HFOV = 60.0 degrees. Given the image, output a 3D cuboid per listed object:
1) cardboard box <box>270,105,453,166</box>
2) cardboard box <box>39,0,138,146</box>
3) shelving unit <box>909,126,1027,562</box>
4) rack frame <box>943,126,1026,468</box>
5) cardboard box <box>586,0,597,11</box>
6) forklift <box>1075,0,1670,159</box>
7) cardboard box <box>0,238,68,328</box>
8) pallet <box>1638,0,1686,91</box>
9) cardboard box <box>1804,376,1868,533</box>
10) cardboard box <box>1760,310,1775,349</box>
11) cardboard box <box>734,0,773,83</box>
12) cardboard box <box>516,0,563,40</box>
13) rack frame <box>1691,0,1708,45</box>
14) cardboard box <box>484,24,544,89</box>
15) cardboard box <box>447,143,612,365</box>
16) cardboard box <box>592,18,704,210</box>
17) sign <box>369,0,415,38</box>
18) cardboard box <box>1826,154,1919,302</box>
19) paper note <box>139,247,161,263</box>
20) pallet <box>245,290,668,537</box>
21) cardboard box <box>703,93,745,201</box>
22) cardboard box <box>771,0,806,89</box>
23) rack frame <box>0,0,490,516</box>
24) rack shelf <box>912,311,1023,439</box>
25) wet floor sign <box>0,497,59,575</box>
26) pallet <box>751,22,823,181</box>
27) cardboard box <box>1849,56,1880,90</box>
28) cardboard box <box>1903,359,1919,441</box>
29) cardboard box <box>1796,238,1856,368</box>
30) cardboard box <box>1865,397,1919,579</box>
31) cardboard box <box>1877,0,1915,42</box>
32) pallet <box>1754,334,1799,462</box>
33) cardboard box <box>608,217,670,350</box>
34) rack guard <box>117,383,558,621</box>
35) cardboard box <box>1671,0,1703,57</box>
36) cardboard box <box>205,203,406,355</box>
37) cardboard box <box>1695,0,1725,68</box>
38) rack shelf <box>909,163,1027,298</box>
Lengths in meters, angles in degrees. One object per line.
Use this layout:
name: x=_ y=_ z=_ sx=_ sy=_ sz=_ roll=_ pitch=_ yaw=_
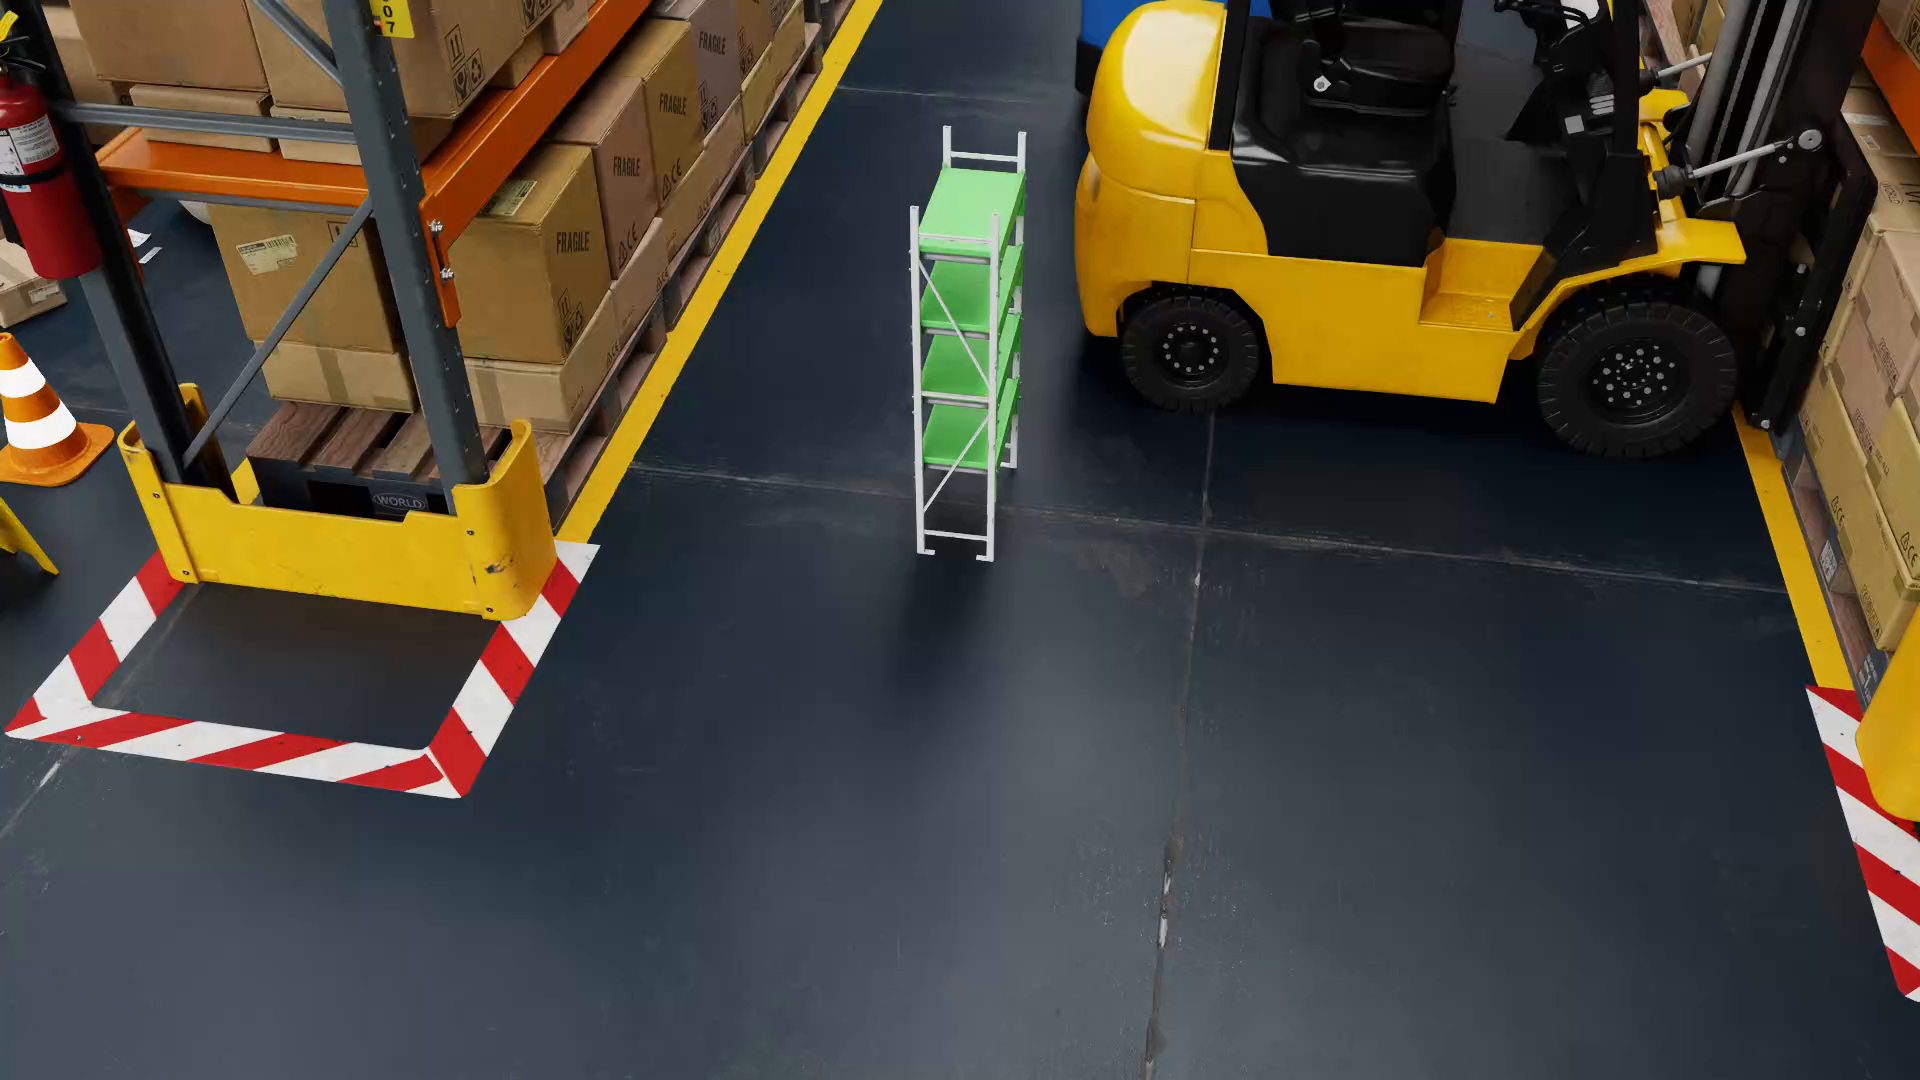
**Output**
cardboard box: x=-1.598 y=-1.127 z=4.456 sx=0.380 sy=0.149 sz=0.250 roll=7 pitch=40 yaw=8
cardboard box: x=-3.897 y=-2.093 z=7.280 sx=0.797 sy=0.637 sz=0.503 roll=6 pitch=40 yaw=8
shelving unit: x=0.029 y=-0.566 z=4.993 sx=0.258 sy=1.200 sz=0.503 roll=6 pitch=40 yaw=8
rack frame: x=0.071 y=-0.719 z=5.179 sx=0.240 sy=1.200 sz=0.015 roll=6 pitch=40 yaw=8
cardboard box: x=-1.342 y=-1.764 z=5.227 sx=0.380 sy=0.149 sz=0.250 roll=7 pitch=40 yaw=9
forklift: x=1.972 y=-2.768 z=6.298 sx=3.031 sy=2.935 sz=1.130 roll=29 pitch=48 yaw=30
cardboard box: x=-3.624 y=-0.979 z=6.318 sx=0.380 sy=0.149 sz=0.250 roll=28 pitch=47 yaw=30
pallet: x=3.810 y=-2.390 z=7.976 sx=1.003 sy=0.211 sz=1.213 roll=6 pitch=40 yaw=8
cardboard box: x=2.894 y=-0.231 z=5.004 sx=0.500 sy=0.250 sz=0.500 roll=6 pitch=40 yaw=8
cardboard box: x=3.058 y=-0.872 z=5.779 sx=0.500 sy=0.250 sz=0.500 roll=8 pitch=40 yaw=9
cardboard box: x=-1.093 y=-2.214 z=6.814 sx=0.500 sy=0.500 sz=0.500 roll=7 pitch=40 yaw=8
cardboard box: x=-1.419 y=-1.778 z=4.735 sx=0.500 sy=0.500 sz=0.500 roll=8 pitch=40 yaw=9
rack frame: x=3.721 y=-2.998 z=6.523 sx=1.000 sy=3.000 sz=0.127 roll=6 pitch=40 yaw=8
cardboard box: x=-1.443 y=-1.444 z=4.840 sx=0.380 sy=0.149 sz=0.250 roll=5 pitch=40 yaw=6
cardboard box: x=-1.445 y=-0.915 z=5.242 sx=0.500 sy=0.500 sz=0.500 roll=5 pitch=40 yaw=6
cardboard box: x=-1.264 y=-1.557 z=6.020 sx=0.500 sy=0.500 sz=0.500 roll=7 pitch=40 yaw=9
sign: x=-1.326 y=-1.307 z=3.797 sx=0.100 sy=0.325 sz=0.005 roll=6 pitch=40 yaw=8
cardboard box: x=2.961 y=-0.938 z=5.074 sx=0.500 sy=0.250 sz=0.500 roll=7 pitch=40 yaw=8
paper note: x=-3.221 y=-1.133 z=6.613 sx=0.032 sy=0.001 sz=0.123 roll=6 pitch=40 yaw=8
pallet: x=-1.672 y=-0.512 z=5.704 sx=1.003 sy=0.211 sz=1.213 roll=6 pitch=40 yaw=8
cardboard box: x=-1.181 y=-1.591 z=6.649 sx=0.500 sy=0.250 sz=0.500 roll=7 pitch=40 yaw=8
cardboard box: x=-1.006 y=-2.245 z=7.439 sx=0.500 sy=0.250 sz=0.500 roll=8 pitch=40 yaw=10
rack frame: x=-1.861 y=-1.033 z=4.145 sx=1.000 sy=3.000 sz=0.127 roll=6 pitch=40 yaw=8
rack shelf: x=0.029 y=-0.517 z=5.034 sx=0.258 sy=0.148 sz=0.480 roll=6 pitch=40 yaw=8
wet floor sign: x=-2.947 y=-0.124 z=4.894 sx=0.267 sy=0.644 sz=0.232 roll=20 pitch=44 yaw=23
pallet: x=-1.250 y=-2.043 z=7.556 sx=1.003 sy=0.211 sz=1.213 roll=6 pitch=40 yaw=8
cardboard box: x=3.155 y=-1.584 z=5.855 sx=0.500 sy=0.250 sz=0.500 roll=8 pitch=40 yaw=9
cardboard box: x=2.801 y=-0.299 z=4.301 sx=0.500 sy=0.250 sz=0.500 roll=8 pitch=40 yaw=9
cardboard box: x=2.971 y=-0.763 z=5.254 sx=0.500 sy=0.250 sz=0.500 roll=6 pitch=40 yaw=7
cardboard box: x=2.805 y=-0.123 z=4.480 sx=0.500 sy=0.250 sz=0.500 roll=6 pitch=40 yaw=7
cardboard box: x=3.119 y=-1.827 z=5.028 sx=0.500 sy=0.500 sz=0.500 roll=7 pitch=40 yaw=8
pallet: x=3.333 y=-0.661 z=5.884 sx=1.003 sy=0.211 sz=1.213 roll=6 pitch=40 yaw=8
cardboard box: x=-1.353 y=-0.930 z=5.850 sx=0.500 sy=0.250 sz=0.500 roll=8 pitch=40 yaw=9
rack guard: x=-1.848 y=-0.117 z=5.000 sx=1.175 sy=0.500 sz=0.348 roll=6 pitch=40 yaw=8
cardboard box: x=3.800 y=-2.574 z=7.543 sx=0.875 sy=0.625 sz=0.625 roll=8 pitch=40 yaw=10
cardboard box: x=-1.979 y=-0.956 z=5.292 sx=0.500 sy=0.500 sz=0.500 roll=7 pitch=40 yaw=8
cardboard box: x=3.333 y=-2.024 z=6.780 sx=0.500 sy=0.250 sz=0.500 roll=6 pitch=40 yaw=7
rack shelf: x=0.029 y=-0.887 z=4.728 sx=0.258 sy=0.148 sz=0.480 roll=6 pitch=40 yaw=8
